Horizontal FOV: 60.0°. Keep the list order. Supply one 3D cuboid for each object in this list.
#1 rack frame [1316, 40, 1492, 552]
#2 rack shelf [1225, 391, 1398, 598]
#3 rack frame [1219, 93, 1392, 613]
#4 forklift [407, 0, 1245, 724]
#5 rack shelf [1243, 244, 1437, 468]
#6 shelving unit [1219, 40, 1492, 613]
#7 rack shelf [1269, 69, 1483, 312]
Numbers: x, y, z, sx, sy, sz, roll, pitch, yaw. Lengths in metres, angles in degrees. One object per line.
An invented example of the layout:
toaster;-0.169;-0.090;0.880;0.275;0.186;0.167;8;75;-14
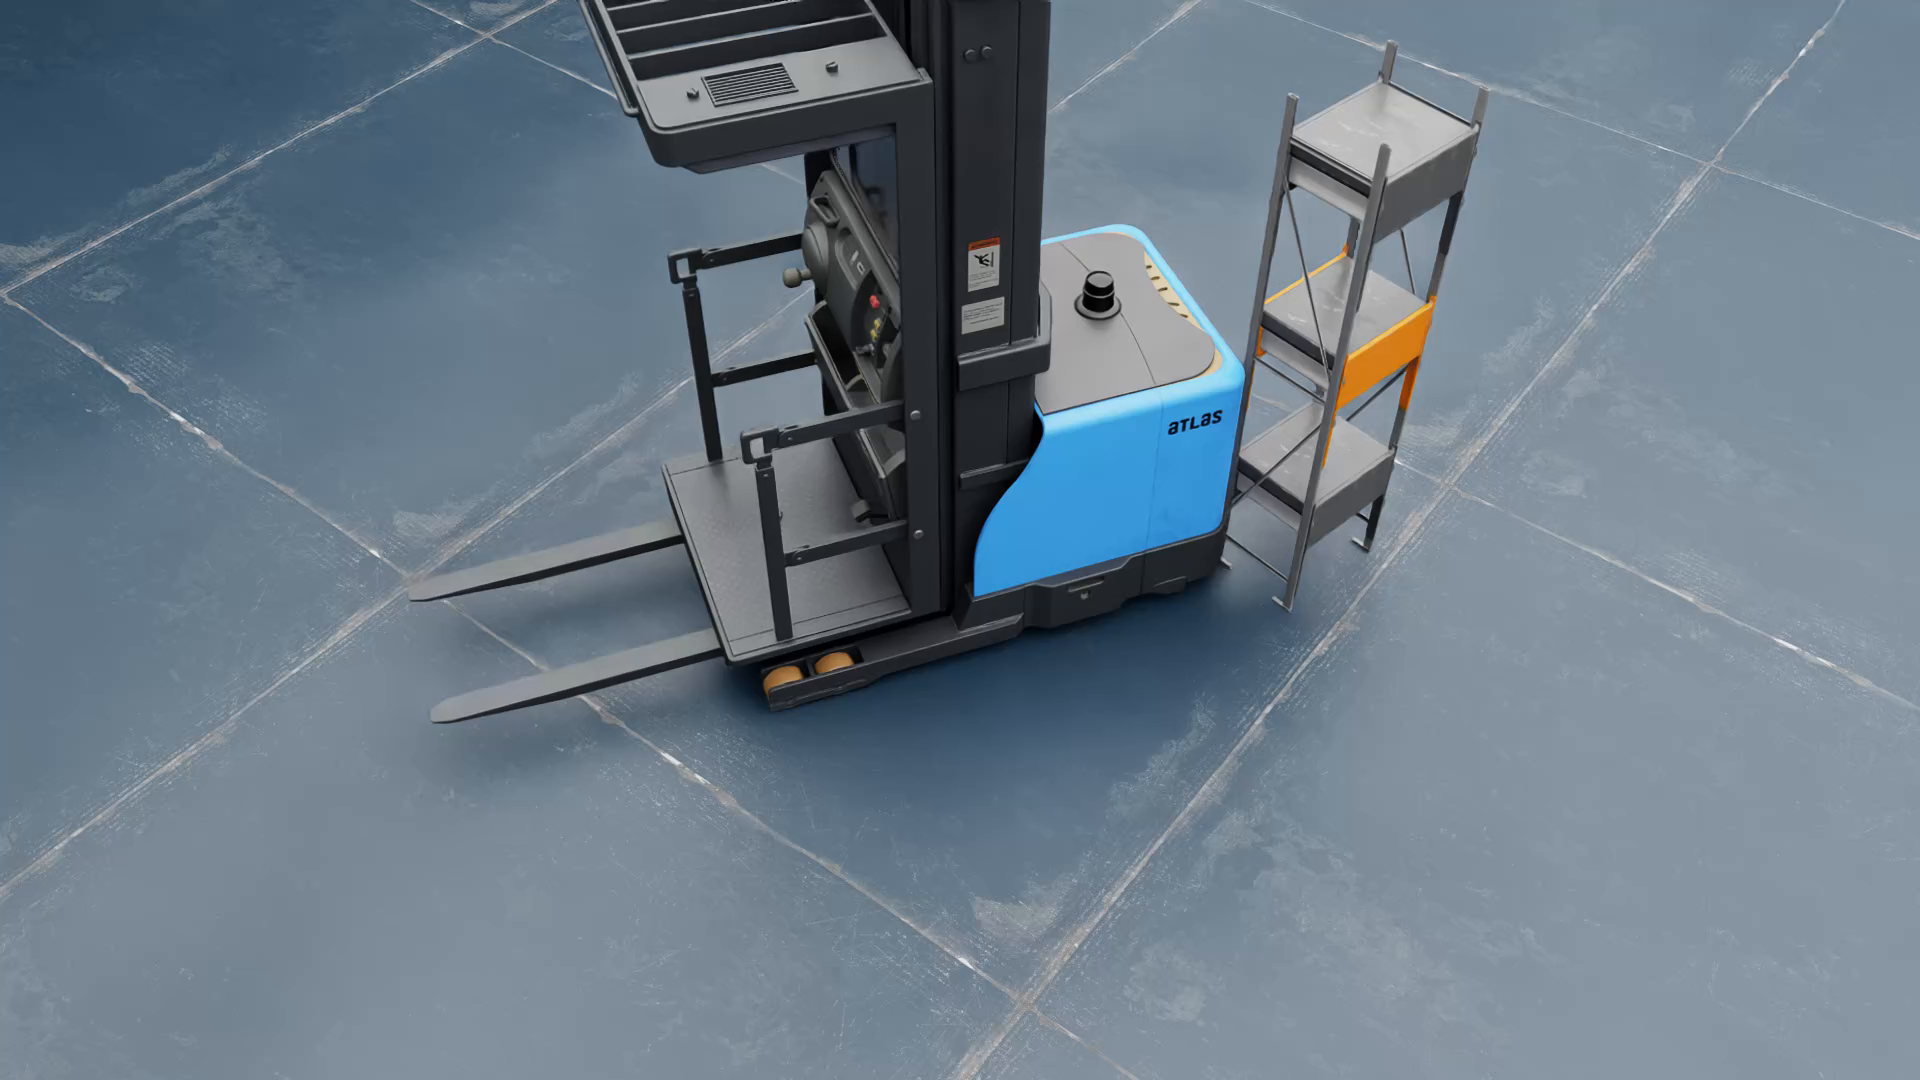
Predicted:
rack frame;1.522;-0.787;6.050;0.015;2.100;0.400;-32;54;-27
rack shelf;1.339;-0.178;6.455;0.480;0.518;0.431;-32;54;-27
rack frame;1.155;-0.555;5.828;0.015;2.100;0.400;-32;54;-27
forklift;-0.549;-0.822;5.508;3.031;2.935;1.130;-15;48;-14
rack shelf;1.339;-0.661;5.949;0.480;0.518;0.431;-32;54;-27
shelving unit;1.339;-0.671;5.939;0.503;2.100;0.431;-32;54;-27
rack shelf;1.339;-1.145;5.442;0.480;0.518;0.431;-32;54;-27
